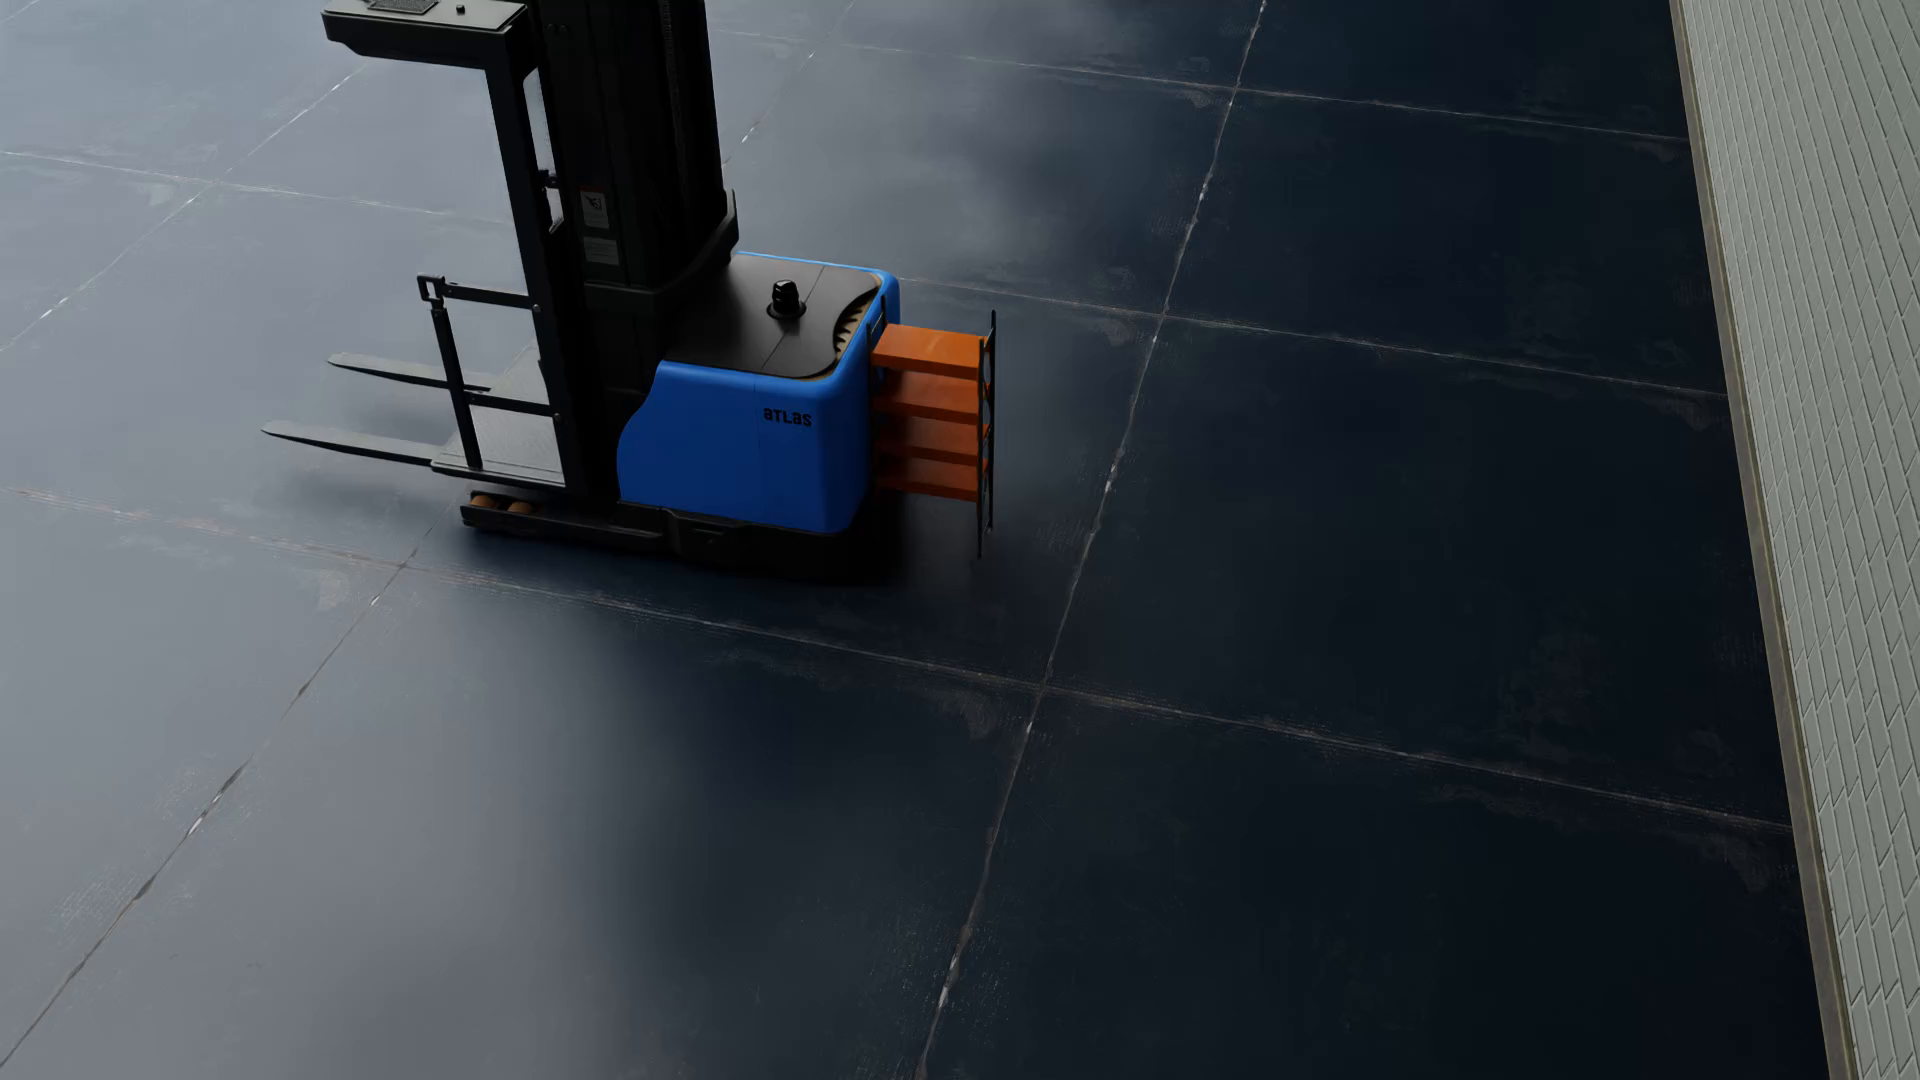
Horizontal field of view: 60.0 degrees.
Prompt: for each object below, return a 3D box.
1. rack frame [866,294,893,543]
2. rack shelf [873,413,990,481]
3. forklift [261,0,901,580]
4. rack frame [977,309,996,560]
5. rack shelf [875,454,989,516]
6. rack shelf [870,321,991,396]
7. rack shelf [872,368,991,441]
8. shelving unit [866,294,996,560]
[{"bbox_3d":[-0.357,-0.521,7.437,0.015,1.200,0.240,9,41,11],"label":"rack frame"},{"bbox_3d":[-0.120,-0.430,7.434,0.480,0.148,0.258,9,41,11],"label":"rack shelf"},{"bbox_3d":[-1.835,-1.453,7.201,3.031,2.935,1.130,9,41,11],"label":"forklift"},{"bbox_3d":[0.116,-0.443,7.345,0.015,1.200,0.240,9,41,11],"label":"rack frame"},{"bbox_3d":[-0.120,-0.278,7.562,0.480,0.148,0.258,9,41,11],"label":"rack shelf"},{"bbox_3d":[-0.120,-0.783,7.138,0.480,0.148,0.258,9,41,11],"label":"rack shelf"},{"bbox_3d":[-0.120,-0.602,7.290,0.480,0.148,0.258,9,41,11],"label":"rack shelf"},{"bbox_3d":[-0.120,-0.482,7.391,0.503,1.200,0.258,9,41,11],"label":"shelving unit"}]
